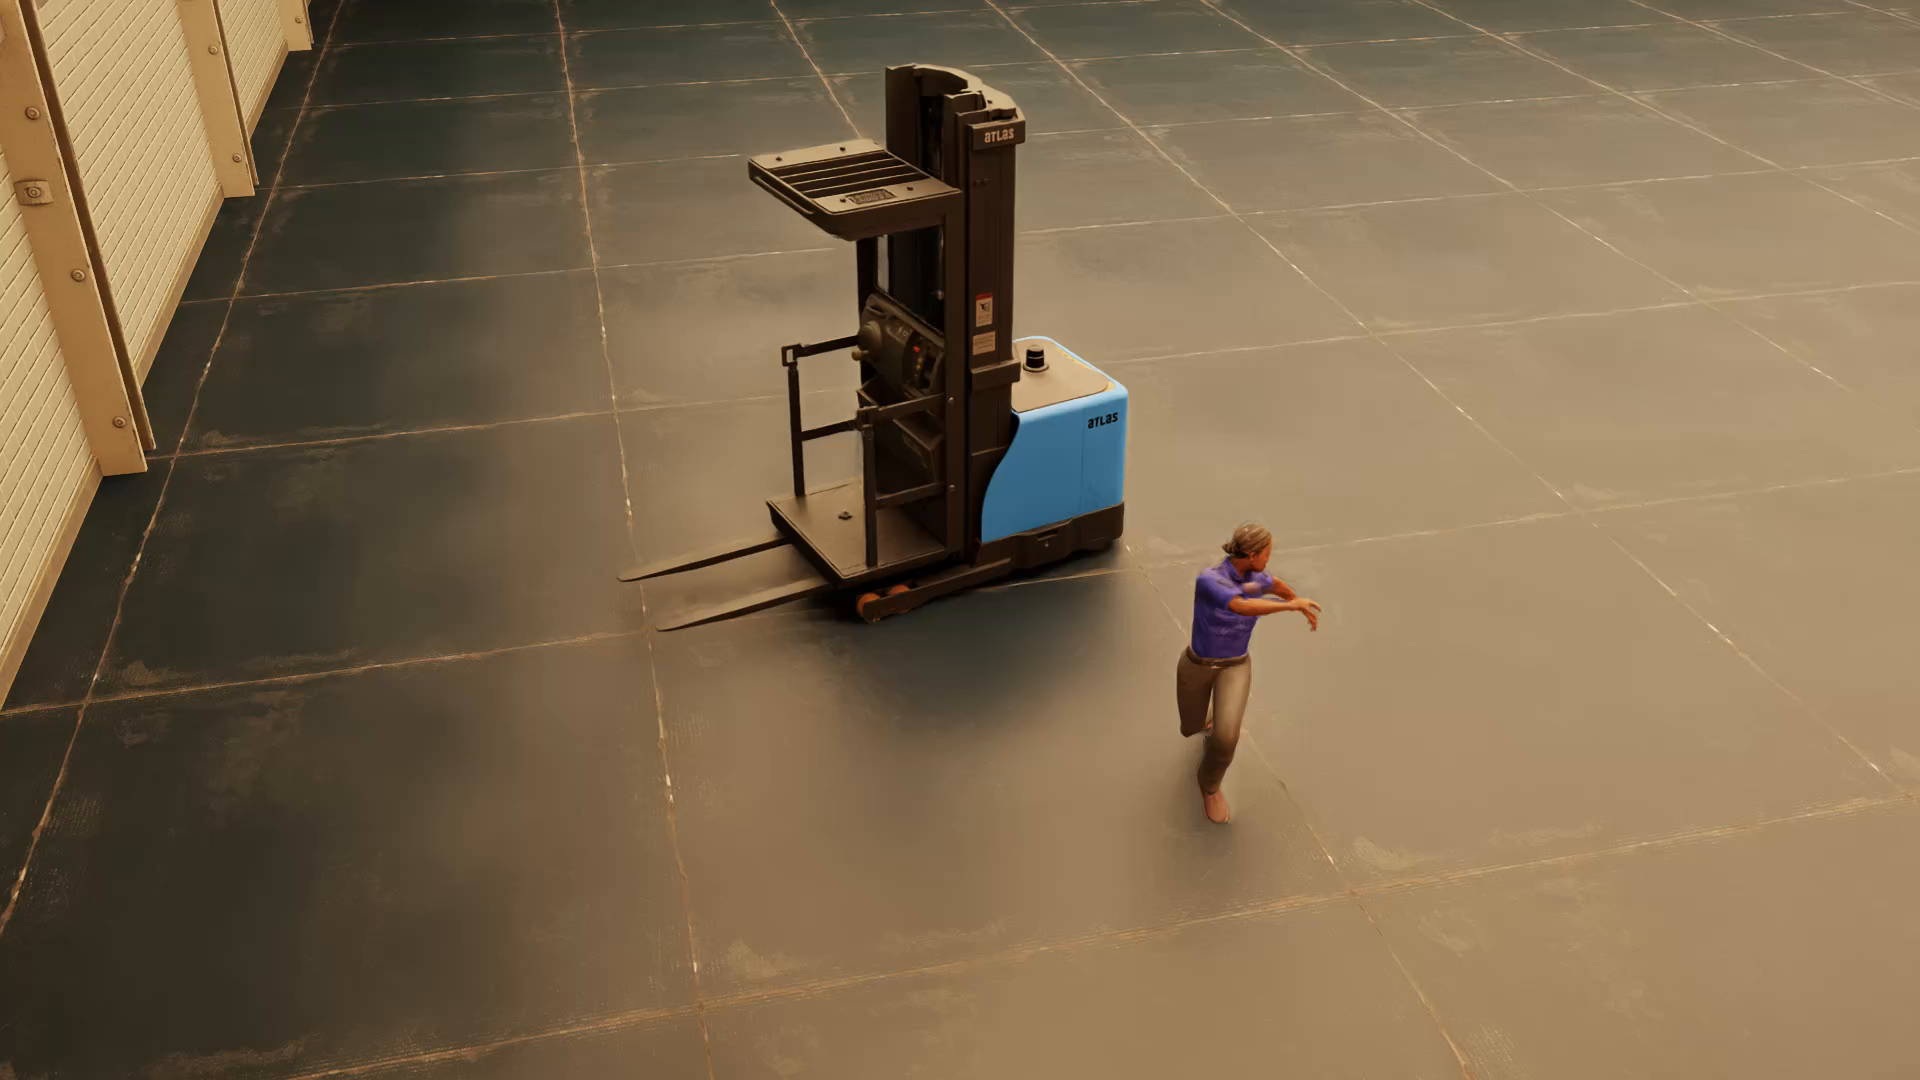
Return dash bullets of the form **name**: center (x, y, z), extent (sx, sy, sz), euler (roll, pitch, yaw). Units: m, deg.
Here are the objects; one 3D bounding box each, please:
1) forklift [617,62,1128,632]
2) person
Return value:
- **forklift**: center (-0.517, -1.091, 9.459), extent (3.031, 2.935, 1.130), euler (-16, 34, -25)
- **person**: center (1.445, 0.566, 8.179), extent (0.759, 1.403, 0.942), euler (0, 30, -1)
